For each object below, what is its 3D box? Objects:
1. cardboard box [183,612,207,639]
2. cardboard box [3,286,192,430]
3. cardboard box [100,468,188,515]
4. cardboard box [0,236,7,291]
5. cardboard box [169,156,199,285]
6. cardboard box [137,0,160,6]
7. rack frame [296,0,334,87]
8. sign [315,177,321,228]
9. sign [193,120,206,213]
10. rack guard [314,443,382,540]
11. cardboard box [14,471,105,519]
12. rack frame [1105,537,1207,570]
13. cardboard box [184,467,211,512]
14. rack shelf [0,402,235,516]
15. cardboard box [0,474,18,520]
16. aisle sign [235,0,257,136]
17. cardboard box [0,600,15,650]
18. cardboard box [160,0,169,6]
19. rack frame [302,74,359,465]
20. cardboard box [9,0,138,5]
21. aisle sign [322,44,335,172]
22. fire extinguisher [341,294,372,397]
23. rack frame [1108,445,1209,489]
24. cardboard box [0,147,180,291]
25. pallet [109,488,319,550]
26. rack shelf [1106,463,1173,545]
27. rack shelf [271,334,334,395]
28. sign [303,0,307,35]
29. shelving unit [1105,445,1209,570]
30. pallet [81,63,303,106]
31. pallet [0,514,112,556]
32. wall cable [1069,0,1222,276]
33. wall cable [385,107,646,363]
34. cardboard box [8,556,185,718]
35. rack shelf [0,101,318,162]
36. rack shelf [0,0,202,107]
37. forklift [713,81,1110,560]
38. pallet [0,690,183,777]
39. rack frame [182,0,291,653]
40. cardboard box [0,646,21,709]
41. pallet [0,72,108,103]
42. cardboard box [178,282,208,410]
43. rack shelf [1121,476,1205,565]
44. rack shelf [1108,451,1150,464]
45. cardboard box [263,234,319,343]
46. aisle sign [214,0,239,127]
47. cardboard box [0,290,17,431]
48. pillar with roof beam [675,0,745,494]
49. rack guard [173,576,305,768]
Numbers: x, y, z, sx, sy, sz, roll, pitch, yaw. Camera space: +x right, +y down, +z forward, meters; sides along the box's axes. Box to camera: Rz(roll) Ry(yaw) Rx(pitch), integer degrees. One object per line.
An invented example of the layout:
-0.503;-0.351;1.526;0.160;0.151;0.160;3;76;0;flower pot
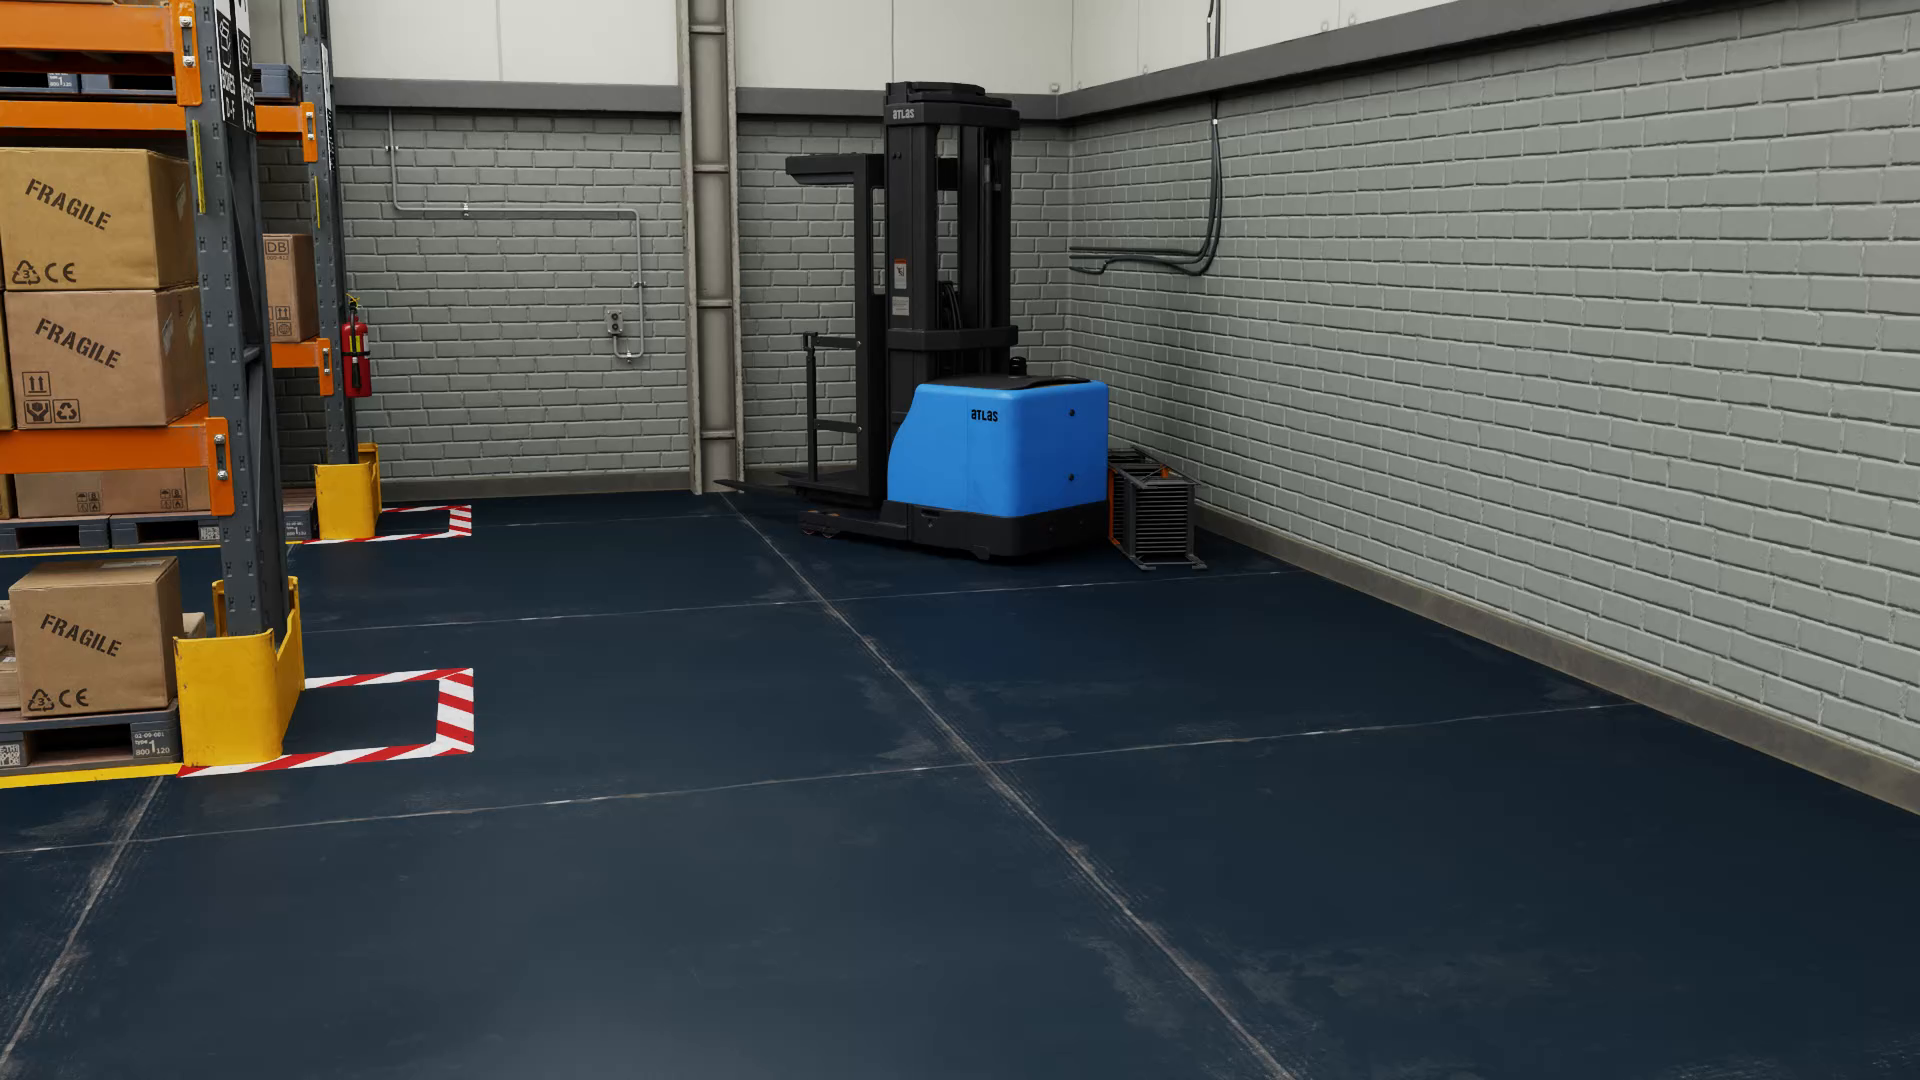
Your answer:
-3.381;0.428;7.094;0.250;0.149;0.380;-3;11;-16;cardboard box
-3.236;-0.698;6.277;0.500;0.500;0.500;-3;11;-14;cardboard box
-5.395;-0.479;11.107;0.500;0.500;0.700;-3;11;-16;cardboard box
-3.718;-1.164;6.045;0.500;0.500;0.500;-3;11;-14;cardboard box
-3.382;-1.283;6.694;0.500;0.500;0.500;-3;11;-14;cardboard box
-3.447;-2.139;6.508;0.500;0.250;0.500;-3;11;-16;cardboard box
-4.271;-4.530;10.800;0.127;3.000;1.000;-3;11;-16;rack frame
-4.132;-2.171;10.701;0.005;0.325;0.100;-3;11;-16;sign
-2.747;-1.346;6.004;0.005;0.325;0.100;-3;11;-16;sign
-4.248;-0.352;11.576;0.348;0.500;1.175;-3;11;-16;rack guard
-5.878;-0.453;10.968;0.500;0.500;0.700;-3;11;-18;cardboard box
1.173;-0.012;11.016;0.400;0.015;2.100;-1;10;-6;rack frame
-4.915;-0.504;11.245;0.500;0.500;0.700;-3;11;-16;cardboard box
-4.803;-0.264;6.182;4.000;0.370;1.077;-3;11;-16;rack shelf
-6.388;-0.425;10.815;0.500;0.500;0.700;-3;11;-15;cardboard box
-2.899;-2.052;6.727;0.004;0.787;0.394;-3;11;-16;aisle sign
-3.964;0.421;6.857;0.500;0.250;0.500;-3;11;-16;cardboard box
-4.897;-3.521;10.511;0.500;0.500;0.500;-3;11;-16;cardboard box
-4.271;-1.580;11.343;0.127;3.000;1.000;-3;11;-16;rack frame
-3.302;-2.049;6.019;0.500;0.250;0.500;-3;11;-16;cardboard box
-4.118;-2.810;10.844;0.004;0.787;0.394;-3;11;-16;aisle sign
-3.997;-1.286;10.990;0.183;0.674;0.296;-3;11;-16;fire extinguisher
1.173;-0.493;10.932;0.400;0.015;2.100;-1;10;-6;rack frame
-3.233;-1.189;6.185;0.500;0.500;0.500;-3;11;-16;cardboard box
-5.016;-0.154;11.302;1.213;0.211;1.003;-3;11;-16;pallet
1.175;-0.250;10.960;0.431;0.480;0.518;-1;10;-6;rack shelf
-6.191;-1.125;10.859;4.000;0.370;1.077;-3;11;-16;rack shelf
-4.132;-3.357;10.482;0.005;0.325;0.100;-3;11;-16;sign
1.173;-0.252;10.974;0.431;0.503;2.100;-1;10;-6;shelving unit
-4.980;-2.972;10.866;1.213;0.211;1.003;-3;11;-16;pallet
-6.186;-0.093;10.970;1.213;0.211;1.003;-3;11;-16;pallet
1.260;-3.227;12.299;0.112;2.526;3.097;-3;11;-16;wall cable
-3.306;-2.309;12.497;1.851;1.984;0.084;-3;11;-16;wall cable
-3.336;0.364;6.471;0.500;0.500;0.500;-3;11;-16;cardboard box
-6.191;-2.600;10.587;4.000;0.370;1.077;-3;11;-16;rack shelf
-4.803;-1.739;5.910;4.000;0.370;1.077;-3;11;-16;rack shelf
-0.463;-1.517;11.191;3.031;2.935;1.130;9;14;41;forklift
-3.721;0.697;6.678;1.213;0.211;1.003;-3;11;-16;pallet
-2.882;-0.719;6.667;0.127;3.000;1.000;-3;11;-16;rack frame
-3.750;0.533;6.475;0.250;0.166;0.380;-3;11;-16;cardboard box
-6.153;-2.910;10.527;1.213;0.211;1.003;-3;11;-16;pallet
-3.382;-0.791;6.785;0.500;0.500;0.500;-3;11;-15;cardboard box
1.251;-0.130;10.275;0.431;0.480;0.518;-1;10;-6;rack shelf
1.098;-0.370;11.646;0.431;0.480;0.518;-1;10;-6;rack shelf
-4.757;-1.700;11.166;0.700;0.700;0.980;-3;11;-13;cardboard box
-2.731;-1.948;6.161;0.004;0.787;0.394;-3;11;-16;aisle sign
-3.733;-0.671;6.132;0.500;0.500;0.500;-3;11;-15;cardboard box
-0.717;-4.069;8.294;0.400;9.000;9.100;-3;11;-16;pillar with roof beam
-2.955;0.514;6.872;0.348;0.500;1.175;-3;11;-16;rack guard
